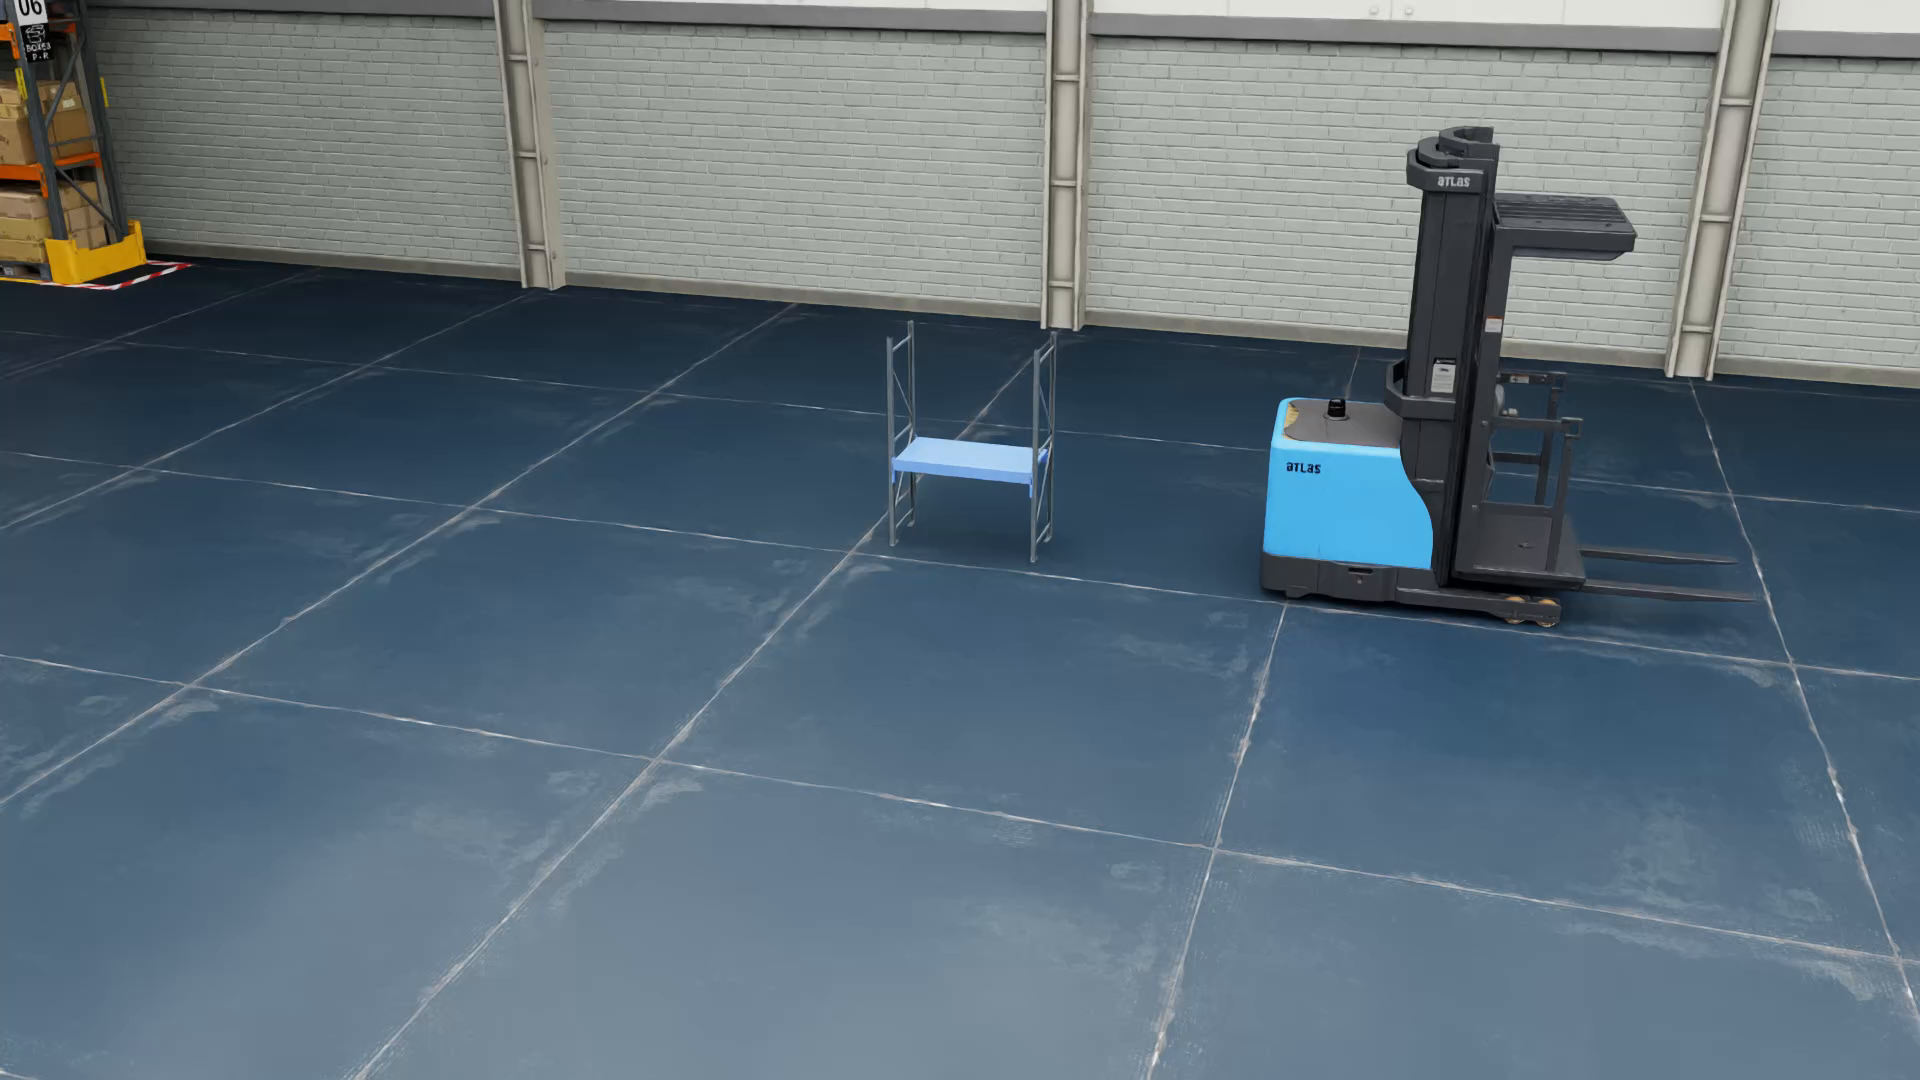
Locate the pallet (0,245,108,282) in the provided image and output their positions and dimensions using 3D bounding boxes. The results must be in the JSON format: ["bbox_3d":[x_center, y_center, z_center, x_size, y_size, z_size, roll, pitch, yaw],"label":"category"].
[{"bbox_3d":[-10.767,-3.285,19.500,1.213,0.211,1.003,7,23,16],"label":"pallet"}]

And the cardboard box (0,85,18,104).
[{"bbox_3d":[-10.672,-4.969,18.553,0.250,0.149,0.380,7,23,16],"label":"cardboard box"}]

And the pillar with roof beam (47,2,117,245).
[{"bbox_3d":[-11.673,-6.122,14.836,0.400,9.000,9.100,7,23,16],"label":"pillar with roof beam"}]

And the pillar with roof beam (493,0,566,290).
[{"bbox_3d":[-5.928,-5.464,13.233,0.400,9.000,9.100,7,23,16],"label":"pillar with roof beam"}]

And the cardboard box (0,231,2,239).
[{"bbox_3d":[-11.056,-3.659,19.148,0.500,0.250,0.500,6,23,15],"label":"cardboard box"}]

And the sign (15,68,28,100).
[{"bbox_3d":[-10.193,-4.956,18.062,0.005,0.325,0.100,7,23,16],"label":"sign"}]

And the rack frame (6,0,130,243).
[{"bbox_3d":[-10.023,-4.506,18.804,0.127,3.000,1.000,7,23,16],"label":"rack frame"}]

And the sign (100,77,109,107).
[{"bbox_3d":[-9.857,-5.145,19.114,0.005,0.325,0.100,7,23,16],"label":"sign"}]

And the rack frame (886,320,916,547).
[{"bbox_3d":[-0.405,-0.740,11.598,0.032,1.500,0.500,7,23,16],"label":"rack frame"}]

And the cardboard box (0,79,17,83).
[{"bbox_3d":[-11.013,-5.202,19.121,0.250,0.149,0.380,7,23,16],"label":"cardboard box"}]

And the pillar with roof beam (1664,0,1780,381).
[{"bbox_3d":[5.560,-4.148,10.026,0.400,9.000,9.100,7,23,16],"label":"pillar with roof beam"}]

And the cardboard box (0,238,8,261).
[{"bbox_3d":[-11.037,-3.423,19.233,0.500,0.250,0.500,7,23,15],"label":"cardboard box"}]

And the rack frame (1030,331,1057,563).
[{"bbox_3d":[0.568,-0.629,11.327,0.032,1.500,0.500,7,23,16],"label":"rack frame"}]

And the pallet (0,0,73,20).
[{"bbox_3d":[-10.692,-5.940,18.463,1.213,0.211,1.003,7,23,16],"label":"pallet"}]

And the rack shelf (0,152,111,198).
[{"bbox_3d":[-11.938,-4.393,19.475,4.000,0.370,1.077,7,23,16],"label":"rack shelf"}]

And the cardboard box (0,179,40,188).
[{"bbox_3d":[-10.908,-4.066,19.483,0.500,0.250,0.500,7,23,16],"label":"cardboard box"}]

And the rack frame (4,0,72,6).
[{"bbox_3d":[-10.023,-7.282,17.665,0.127,3.000,1.000,7,23,16],"label":"rack frame"}]

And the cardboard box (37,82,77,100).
[{"bbox_3d":[-10.283,-5.105,18.884,0.250,0.149,0.380,6,23,14],"label":"cardboard box"}]

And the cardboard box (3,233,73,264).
[{"bbox_3d":[-10.564,-3.365,19.092,0.500,0.250,0.500,7,23,16],"label":"cardboard box"}]

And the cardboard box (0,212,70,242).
[{"bbox_3d":[-10.579,-3.600,19.004,0.500,0.250,0.500,6,23,15],"label":"cardboard box"}]

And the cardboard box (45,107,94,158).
[{"bbox_3d":[-10.417,-4.708,19.163,0.500,0.500,0.500,7,23,17],"label":"cardboard box"}]

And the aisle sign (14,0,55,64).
[{"bbox_3d":[-10.045,-5.595,18.033,0.004,0.787,0.394,7,23,16],"label":"aisle sign"}]

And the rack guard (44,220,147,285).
[{"bbox_3d":[-10.000,-3.347,19.272,0.348,0.500,1.175,7,23,16],"label":"rack guard"}]

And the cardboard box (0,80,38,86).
[{"bbox_3d":[-10.780,-5.170,19.042,0.250,0.149,0.380,7,23,17],"label":"cardboard box"}]

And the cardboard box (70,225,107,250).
[{"bbox_3d":[-10.437,-3.554,19.550,0.500,0.250,0.500,7,23,16],"label":"cardboard box"}]

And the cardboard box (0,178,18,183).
[{"bbox_3d":[-11.383,-4.125,19.626,0.500,0.250,0.500,6,23,15],"label":"cardboard box"}]

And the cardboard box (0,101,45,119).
[{"bbox_3d":[-10.436,-4.789,18.506,0.250,0.149,0.380,7,23,16],"label":"cardboard box"}]

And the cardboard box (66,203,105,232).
[{"bbox_3d":[-10.413,-3.787,19.461,0.500,0.250,0.500,7,23,16],"label":"cardboard box"}]

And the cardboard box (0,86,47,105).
[{"bbox_3d":[-10.427,-4.953,18.514,0.250,0.149,0.380,7,23,16],"label":"cardboard box"}]

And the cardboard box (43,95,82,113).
[{"bbox_3d":[-10.273,-4.984,18.982,0.250,0.149,0.380,6,23,14],"label":"cardboard box"}]

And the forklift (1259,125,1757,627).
[{"bbox_3d":[3.530,-1.034,10.430,3.031,2.935,1.130,5,23,12],"label":"forklift"}]

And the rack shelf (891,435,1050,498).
[{"bbox_3d":[0.082,-0.518,11.531,1.000,0.185,0.538,7,23,16],"label":"rack shelf"}]

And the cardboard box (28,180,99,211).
[{"bbox_3d":[-10.428,-4.013,19.352,0.500,0.250,0.500,6,23,15],"label":"cardboard box"}]

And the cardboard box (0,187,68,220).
[{"bbox_3d":[-10.554,-3.828,18.903,0.500,0.250,0.500,7,23,17],"label":"cardboard box"}]

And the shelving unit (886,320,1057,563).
[{"bbox_3d":[0.082,-0.685,11.463,1.048,1.500,0.538,7,23,16],"label":"shelving unit"}]

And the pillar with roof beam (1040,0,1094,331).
[{"bbox_3d":[-0.184,-4.806,11.629,0.400,9.000,9.100,7,23,16],"label":"pillar with roof beam"}]

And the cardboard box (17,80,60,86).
[{"bbox_3d":[-10.519,-5.157,19.011,0.250,0.149,0.380,7,23,17],"label":"cardboard box"}]

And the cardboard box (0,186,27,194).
[{"bbox_3d":[-11.044,-3.882,19.034,0.500,0.250,0.500,7,23,16],"label":"cardboard box"}]

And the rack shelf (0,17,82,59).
[{"bbox_3d":[-11.938,-5.781,18.905,4.000,0.370,1.077,7,23,16],"label":"rack shelf"}]

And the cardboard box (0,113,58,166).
[{"bbox_3d":[-10.570,-4.511,18.684,0.500,0.500,0.500,6,23,14],"label":"cardboard box"}]
